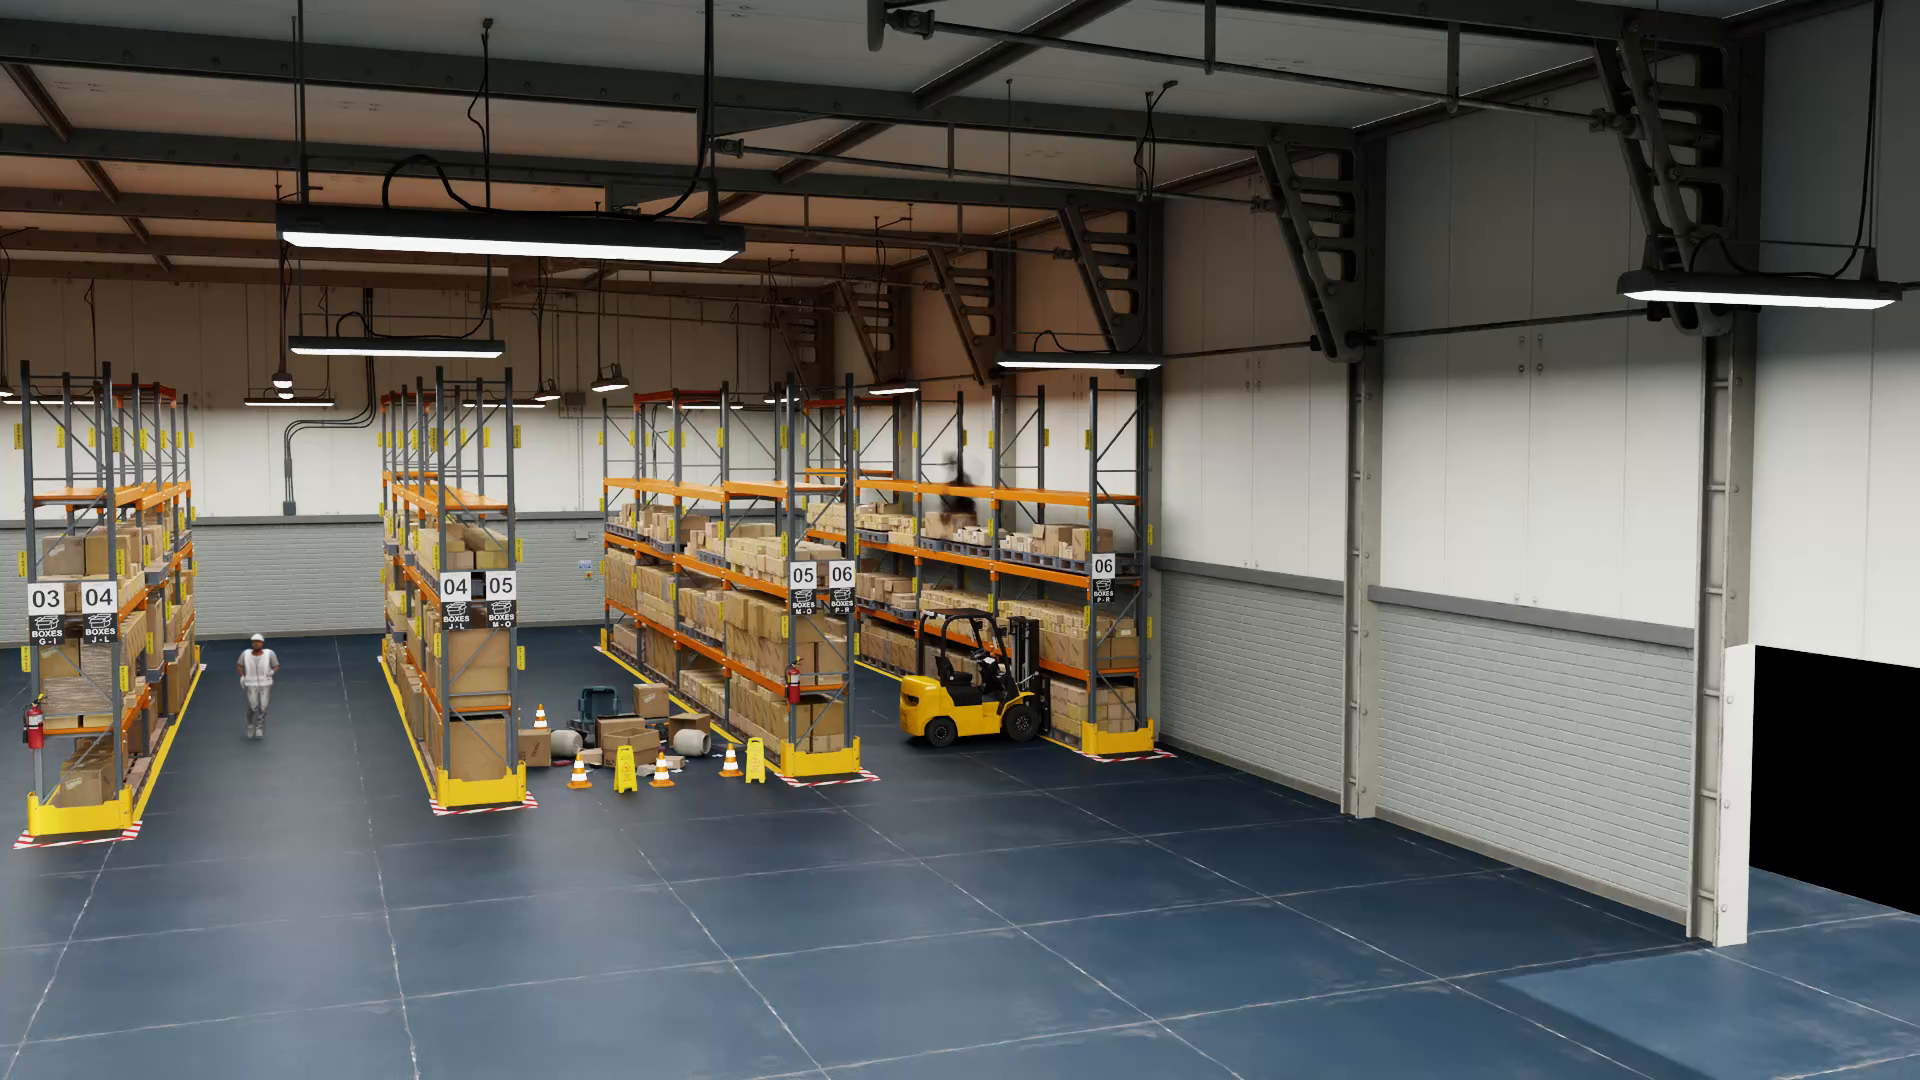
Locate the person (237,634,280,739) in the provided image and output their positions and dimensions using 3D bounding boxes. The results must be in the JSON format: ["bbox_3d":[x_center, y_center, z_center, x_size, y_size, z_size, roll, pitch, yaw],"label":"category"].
[{"bbox_3d":[-11.707,2.449,27.765,0.649,1.758,0.650,-2,4,-25],"label":"person"}]
